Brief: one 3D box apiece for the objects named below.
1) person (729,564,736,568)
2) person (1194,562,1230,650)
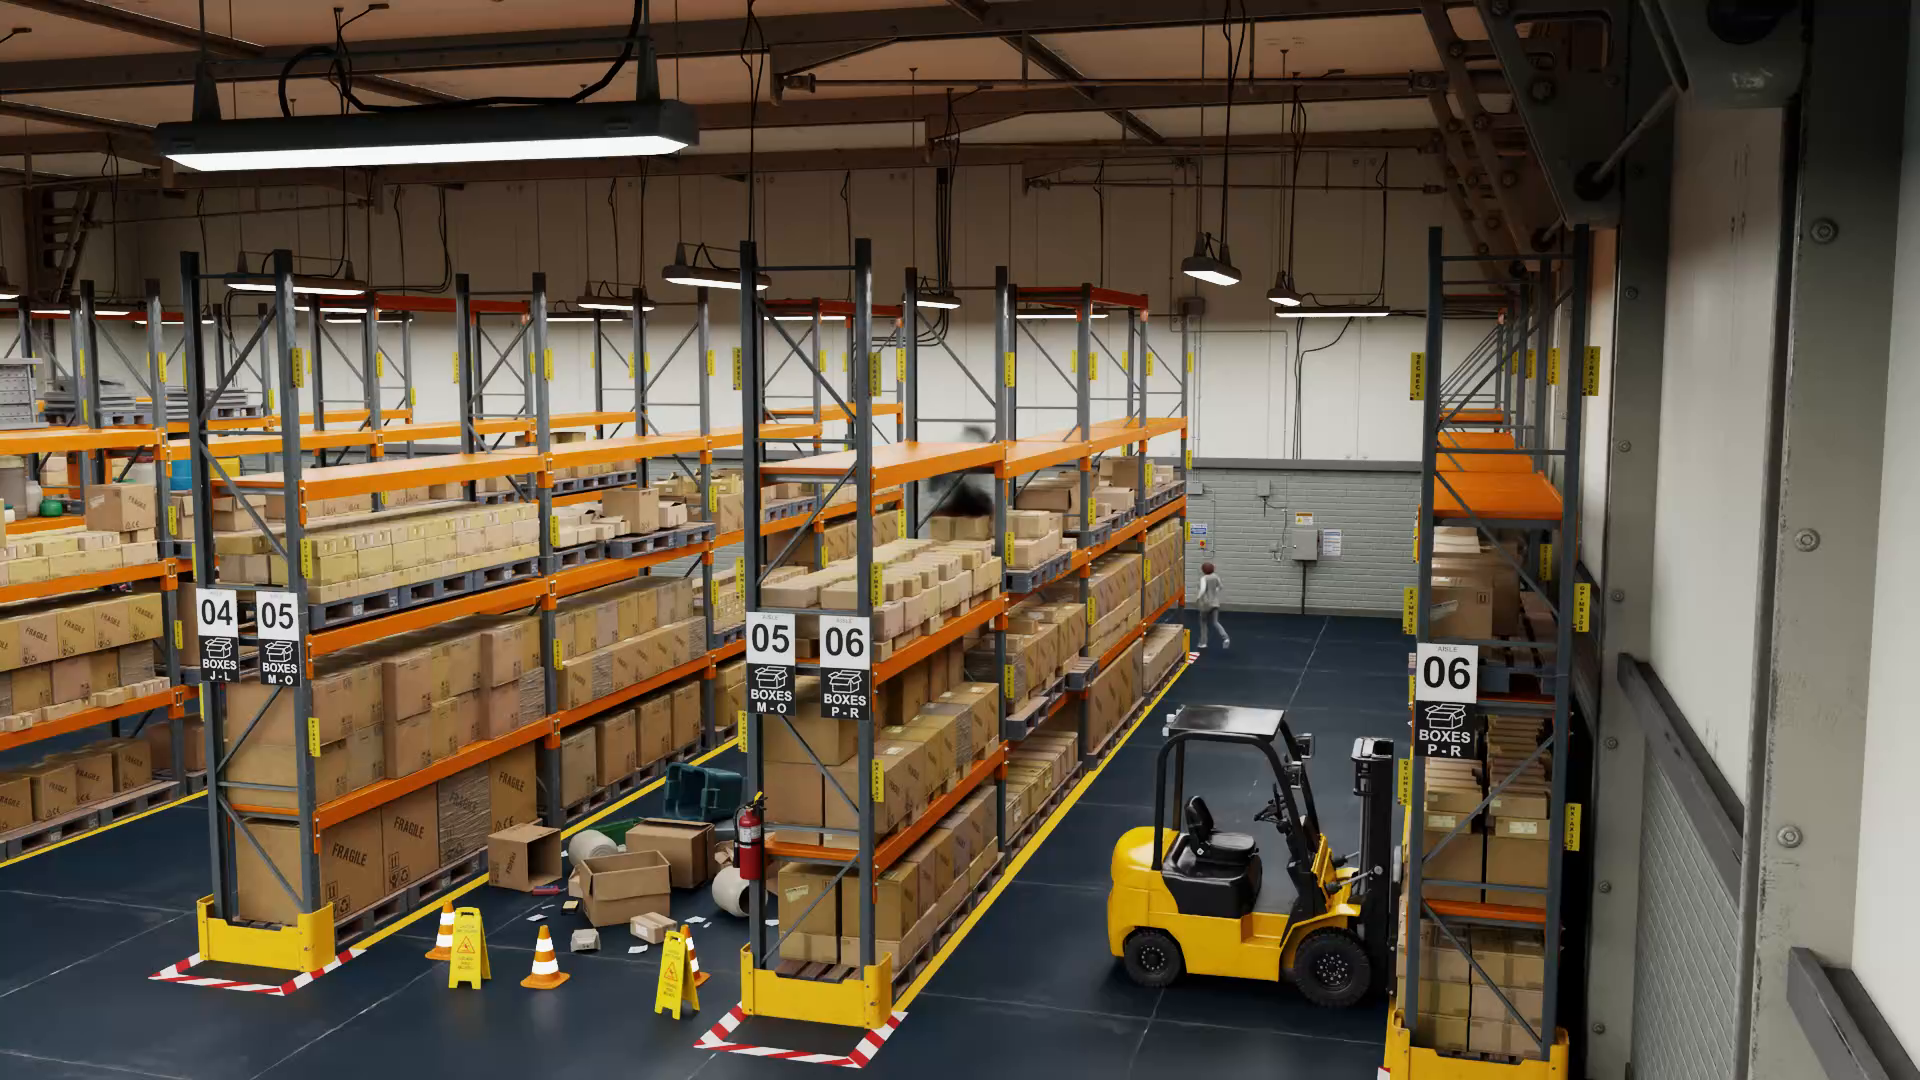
[{"bbox_3d":[-3.744,1.204,28.250,0.571,1.653,0.596,3,7,22],"label":"person"},{"bbox_3d":[4.283,1.141,28.835,0.606,1.557,0.846,-4,7,-31],"label":"person"}]
